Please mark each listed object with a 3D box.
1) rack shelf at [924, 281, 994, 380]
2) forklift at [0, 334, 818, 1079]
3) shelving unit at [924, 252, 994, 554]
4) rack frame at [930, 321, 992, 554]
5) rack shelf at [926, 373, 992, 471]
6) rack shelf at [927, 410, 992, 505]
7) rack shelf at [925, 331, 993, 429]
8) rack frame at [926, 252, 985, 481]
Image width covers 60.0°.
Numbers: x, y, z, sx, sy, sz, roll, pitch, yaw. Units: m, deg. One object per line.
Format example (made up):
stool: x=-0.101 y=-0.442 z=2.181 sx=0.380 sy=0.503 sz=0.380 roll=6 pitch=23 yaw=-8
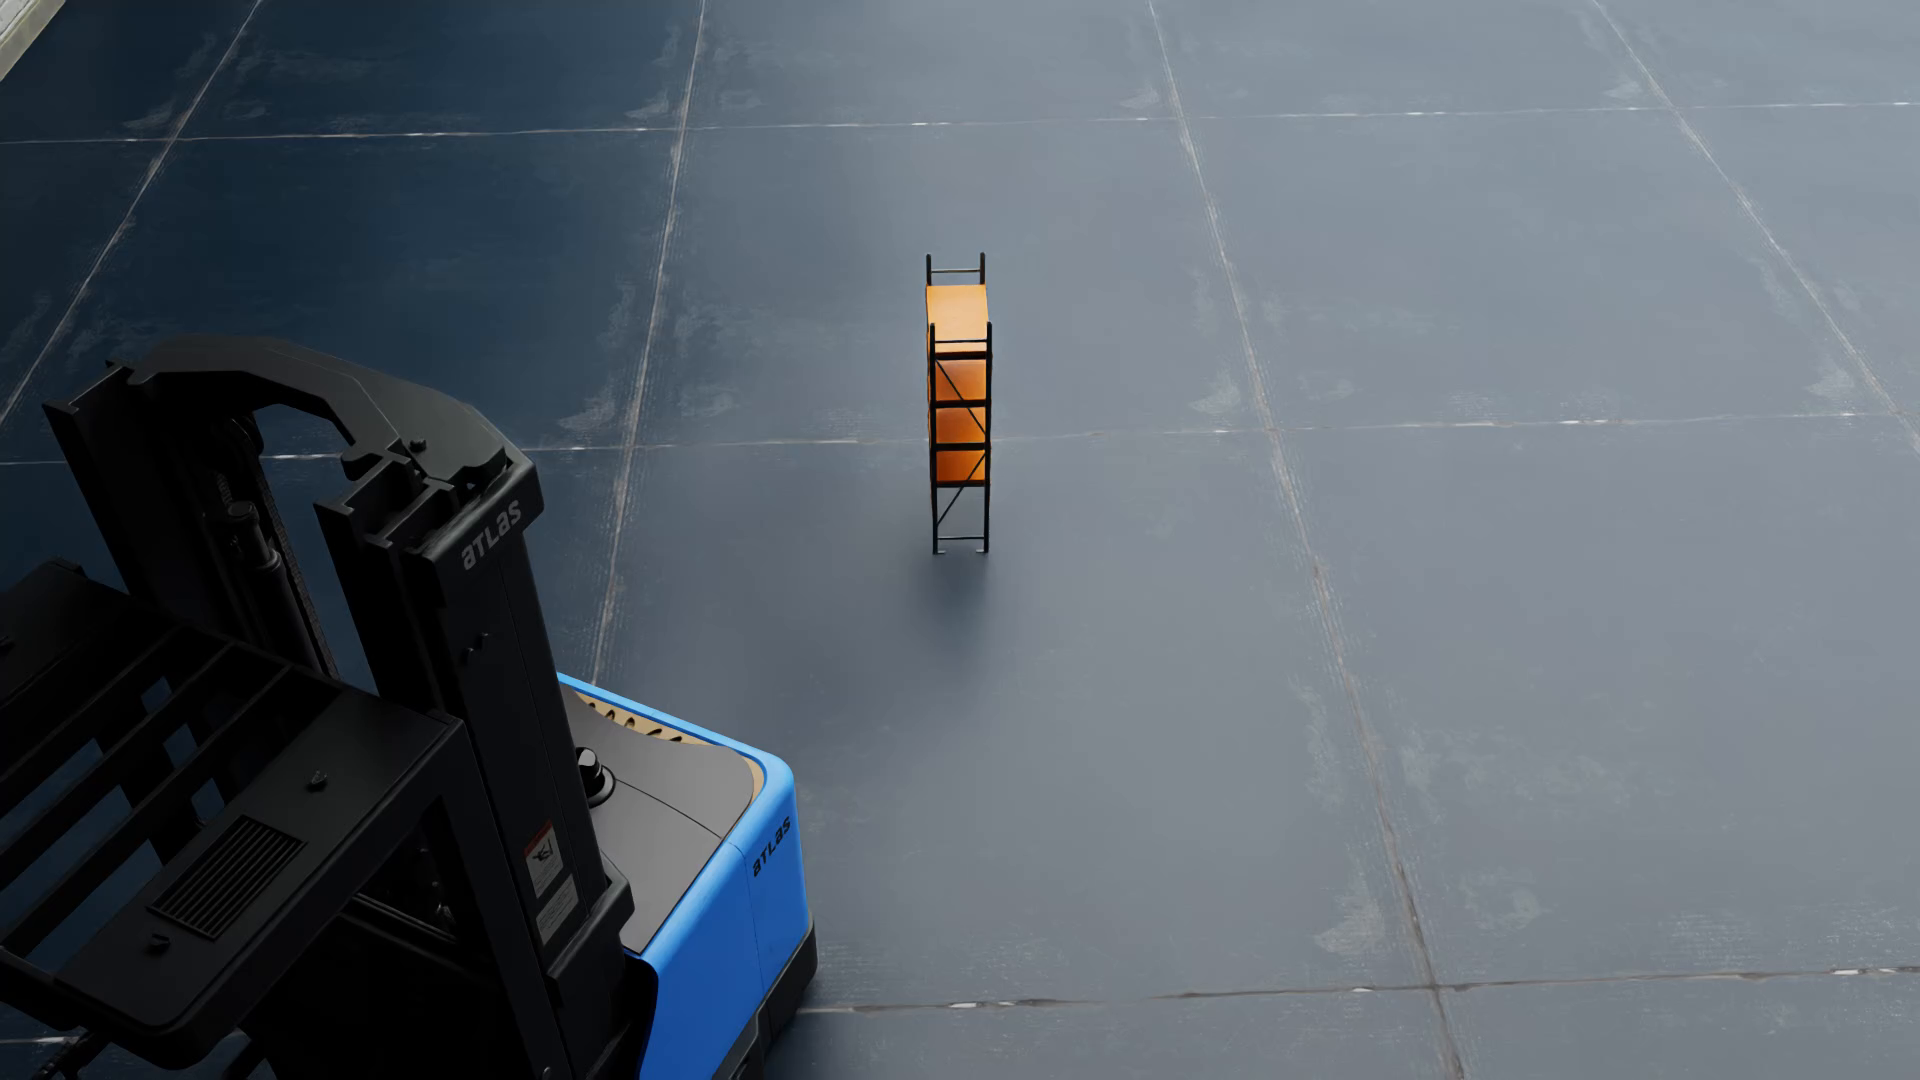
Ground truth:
rack shelf: x=-0.007 y=-0.844 z=6.701 sx=0.258 sy=0.148 sz=0.480 roll=-2 pitch=43 yaw=-2
forklift: x=-1.572 y=1.131 z=3.847 sx=1.130 sy=2.935 sz=3.031 roll=18 pitch=45 yaw=19
shelving unit: x=-0.007 y=-0.554 z=6.966 sx=0.258 sy=1.200 sz=0.503 roll=-2 pitch=43 yaw=-2
rack frame: x=0.003 y=-0.389 z=6.787 sx=0.240 sy=1.200 sz=0.015 roll=-2 pitch=43 yaw=-2
rack shelf: x=-0.007 y=-0.504 z=7.012 sx=0.258 sy=0.148 sz=0.480 roll=-2 pitch=43 yaw=-2
rack shelf: x=-0.007 y=-0.358 z=7.146 sx=0.258 sy=0.148 sz=0.480 roll=-2 pitch=43 yaw=-2
rack shelf: x=-0.007 y=-0.669 z=6.861 sx=0.258 sy=0.148 sz=0.480 roll=-2 pitch=43 yaw=-2
rack frame: x=-0.017 y=-0.719 z=7.146 sx=0.240 sy=1.200 sz=0.015 roll=-2 pitch=43 yaw=-2
